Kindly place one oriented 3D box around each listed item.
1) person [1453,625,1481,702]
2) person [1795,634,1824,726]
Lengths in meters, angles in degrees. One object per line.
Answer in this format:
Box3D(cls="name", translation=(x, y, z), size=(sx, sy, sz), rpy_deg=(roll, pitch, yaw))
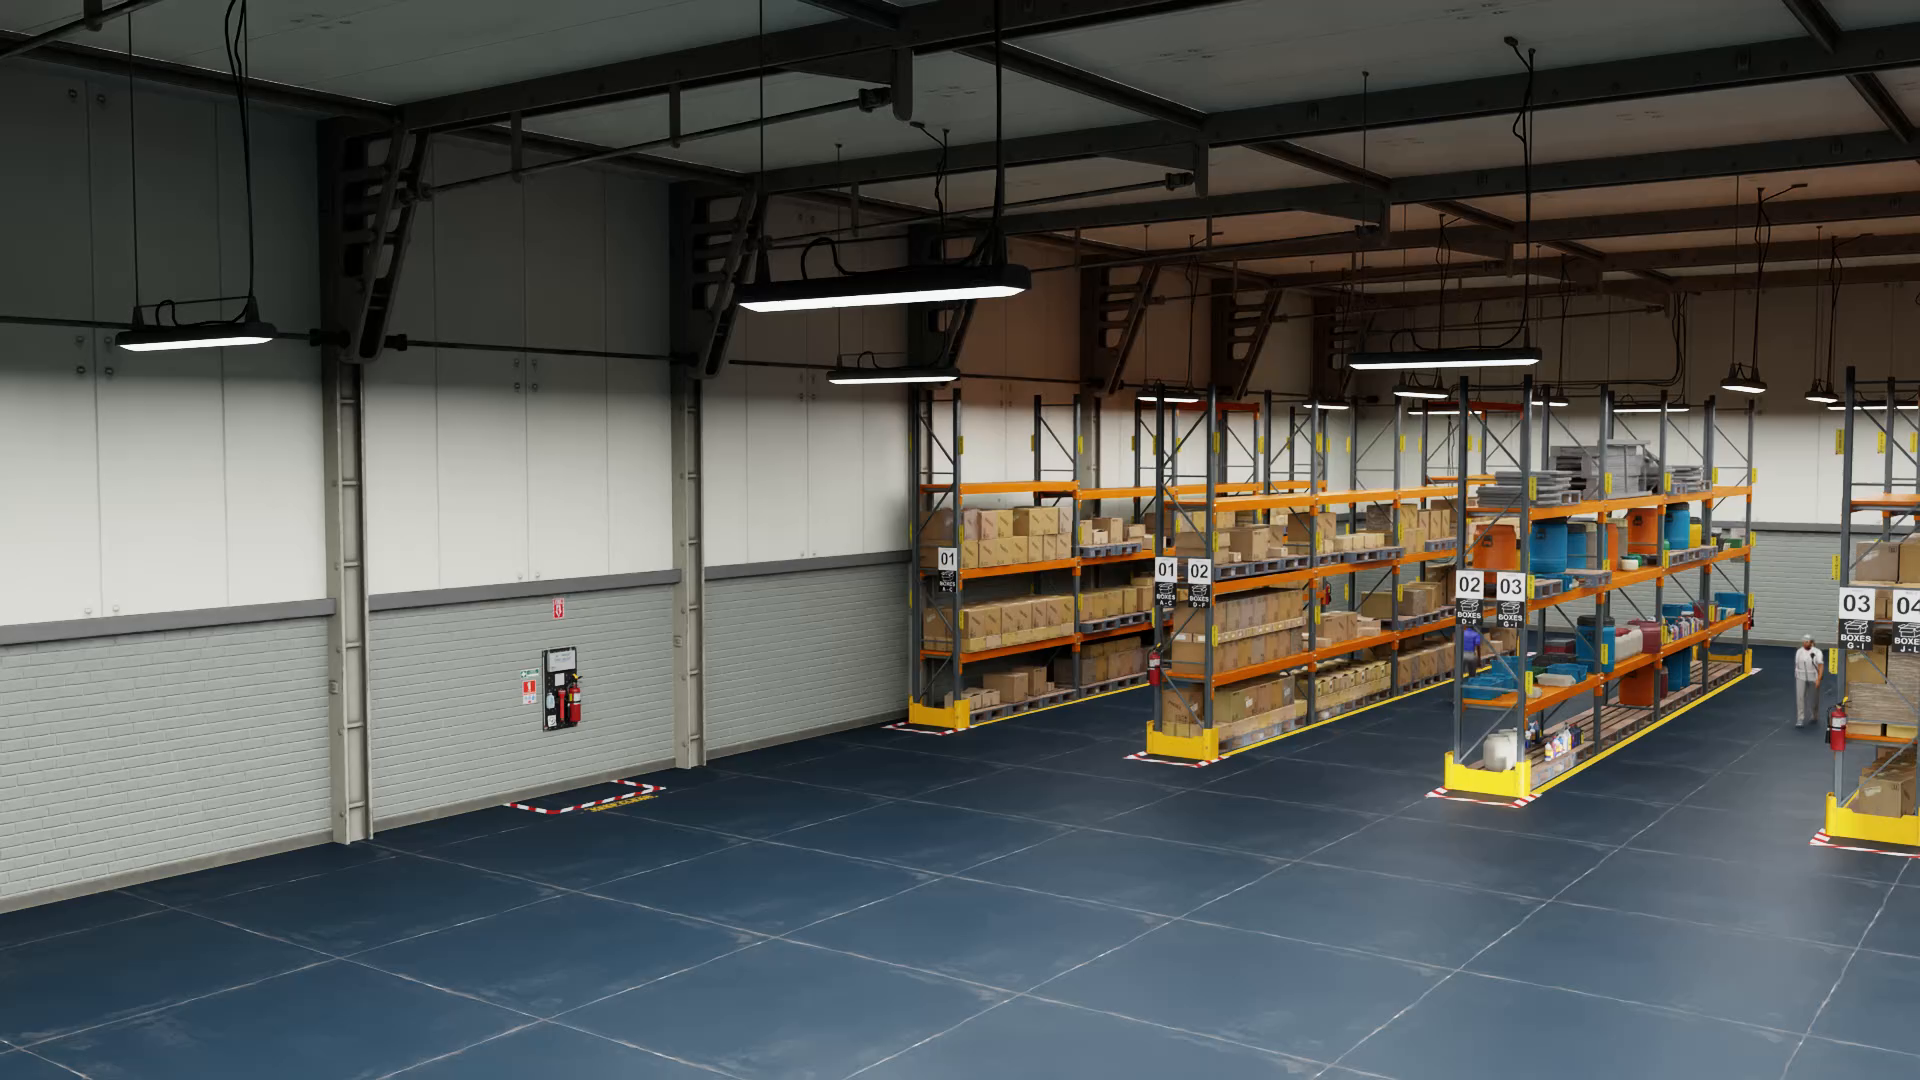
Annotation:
Box3D(cls="person", translation=(9.879, 2.350, 32.378), size=(0.518, 1.644, 0.578), rpy_deg=(1, 3, 19))
Box3D(cls="person", translation=(15.192, 2.487, 29.749), size=(0.472, 1.605, 1.034), rpy_deg=(2, 4, 32))
